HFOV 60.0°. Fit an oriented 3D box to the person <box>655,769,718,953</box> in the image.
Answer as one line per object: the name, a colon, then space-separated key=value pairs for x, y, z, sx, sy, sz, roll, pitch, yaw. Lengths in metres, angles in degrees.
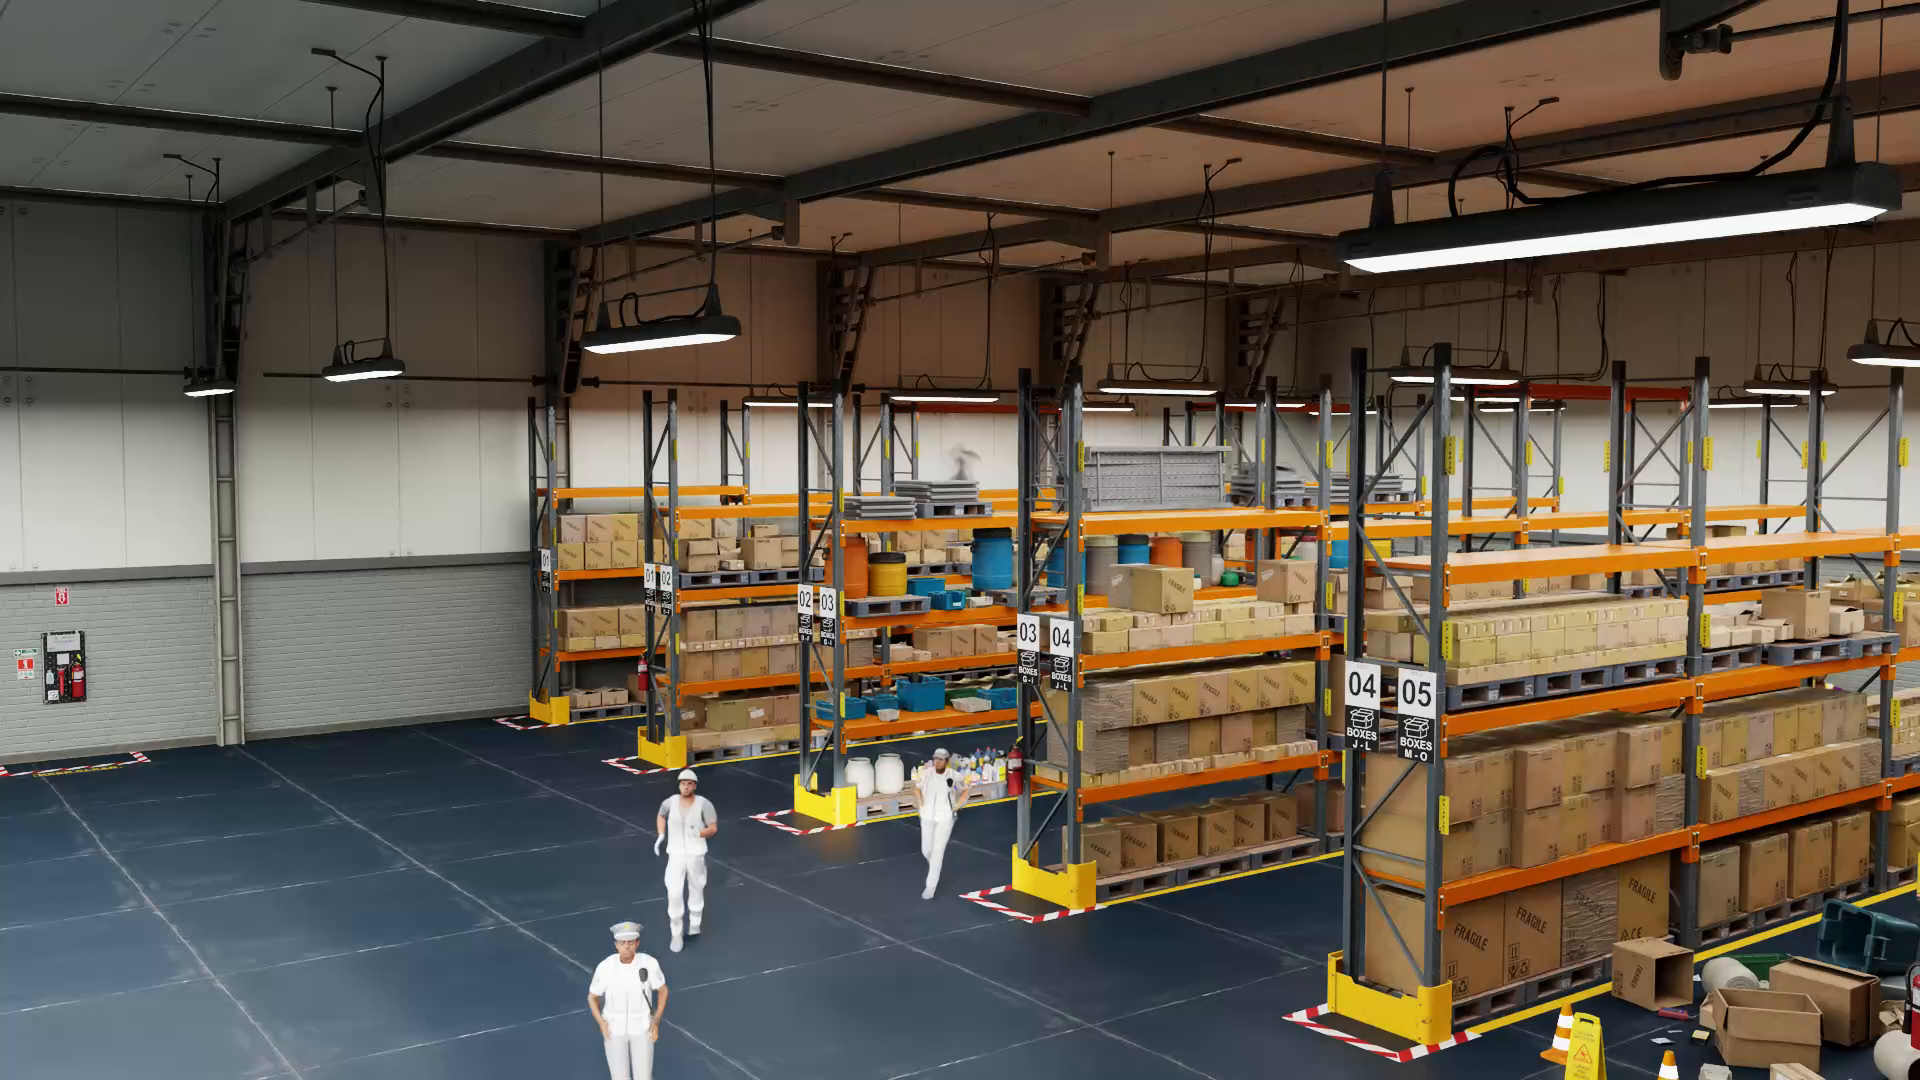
person: x=-2.805 y=3.263 z=17.029 sx=0.647 sy=1.836 sz=0.761 roll=0 pitch=3 yaw=-6

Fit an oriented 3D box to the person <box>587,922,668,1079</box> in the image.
person: x=-2.445 y=3.610 z=12.229 sx=0.582 sy=1.663 sz=0.541 roll=0 pitch=3 yaw=-7

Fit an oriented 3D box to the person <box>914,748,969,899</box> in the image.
person: x=-0.223 y=3.217 z=19.141 sx=0.615 sy=1.680 sz=0.838 roll=1 pitch=4 yaw=18

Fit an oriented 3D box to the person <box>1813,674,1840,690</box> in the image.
person: x=13.128 y=2.791 z=25.452 sx=0.703 sy=1.759 sz=0.852 roll=3 pitch=5 yaw=44
